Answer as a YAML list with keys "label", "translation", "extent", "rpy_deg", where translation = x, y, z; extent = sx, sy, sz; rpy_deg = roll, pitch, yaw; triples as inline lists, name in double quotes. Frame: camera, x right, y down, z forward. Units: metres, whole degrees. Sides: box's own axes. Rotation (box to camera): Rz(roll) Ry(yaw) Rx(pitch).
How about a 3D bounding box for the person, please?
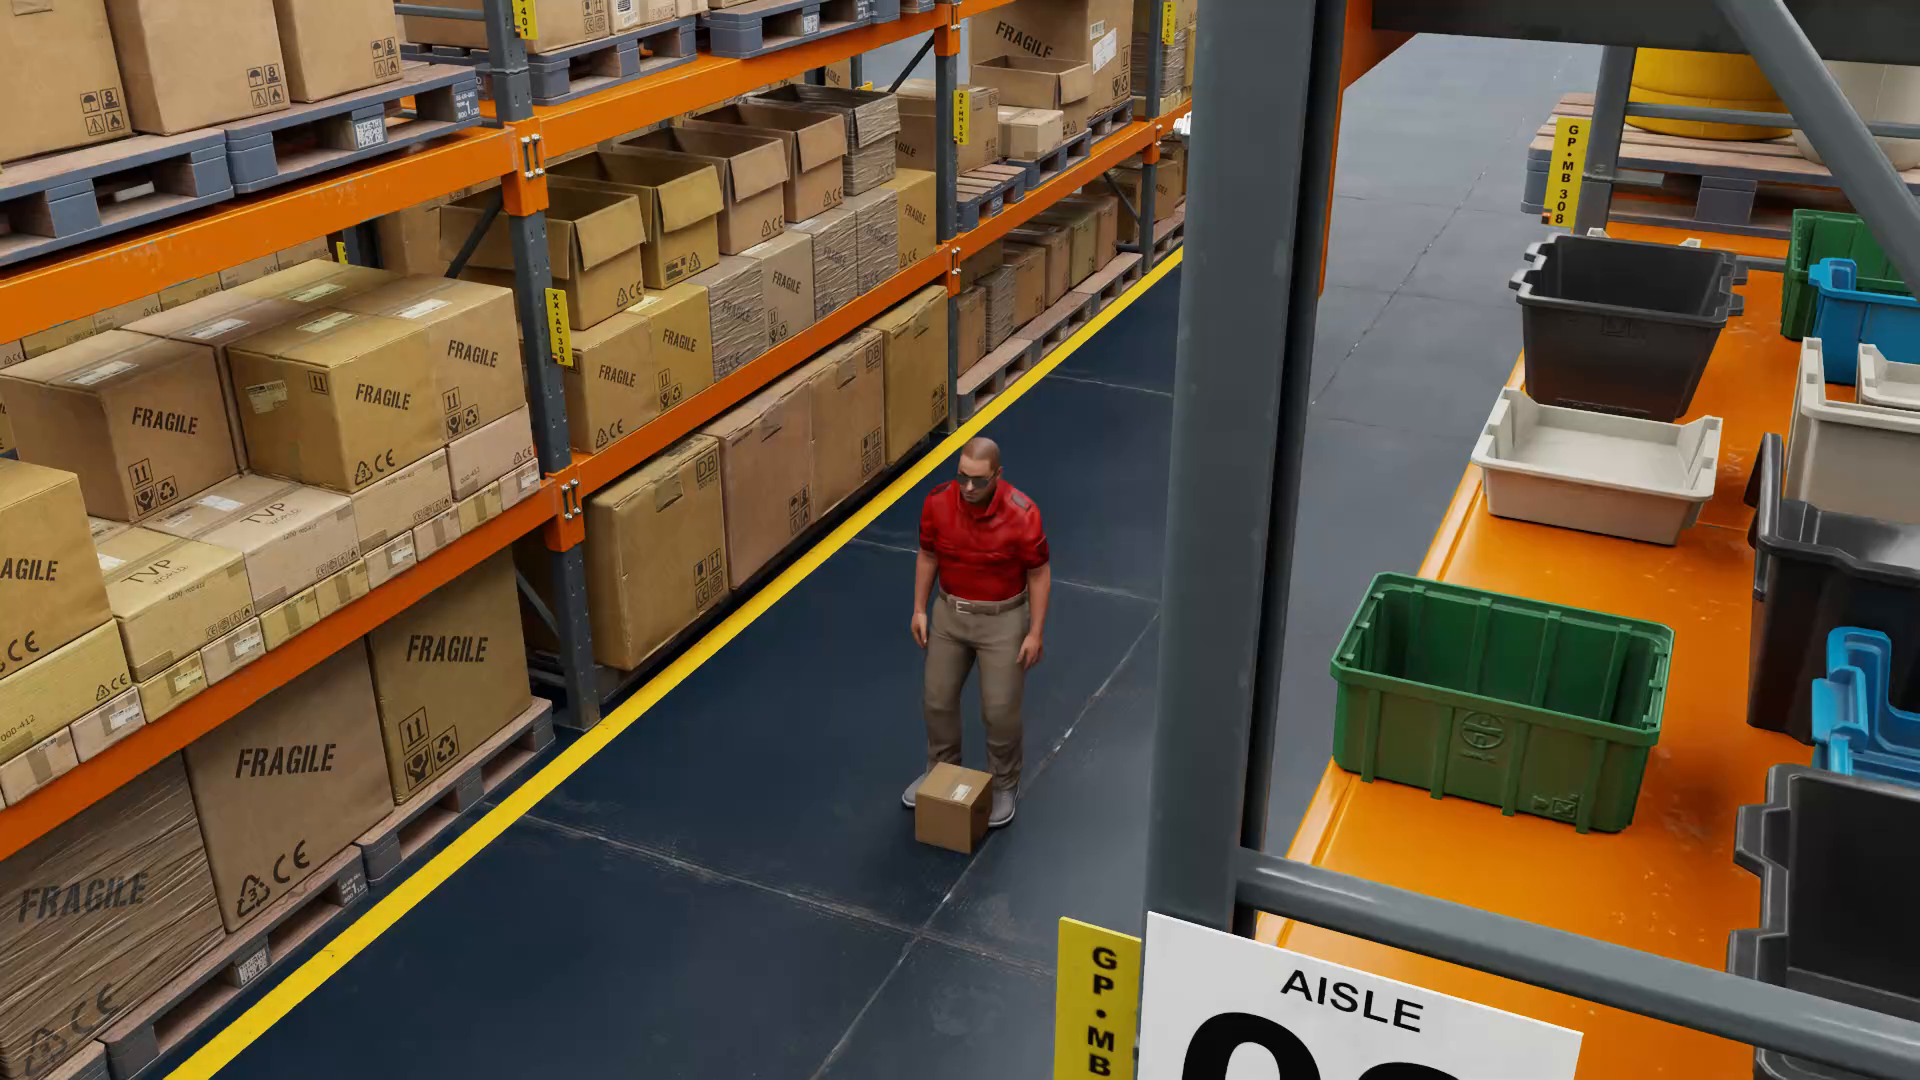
- label: "person"
  translation: [0.072, 0.355, 6.900]
  extent: [0.591, 1.725, 0.393]
  rpy_deg: [10, 28, 20]
